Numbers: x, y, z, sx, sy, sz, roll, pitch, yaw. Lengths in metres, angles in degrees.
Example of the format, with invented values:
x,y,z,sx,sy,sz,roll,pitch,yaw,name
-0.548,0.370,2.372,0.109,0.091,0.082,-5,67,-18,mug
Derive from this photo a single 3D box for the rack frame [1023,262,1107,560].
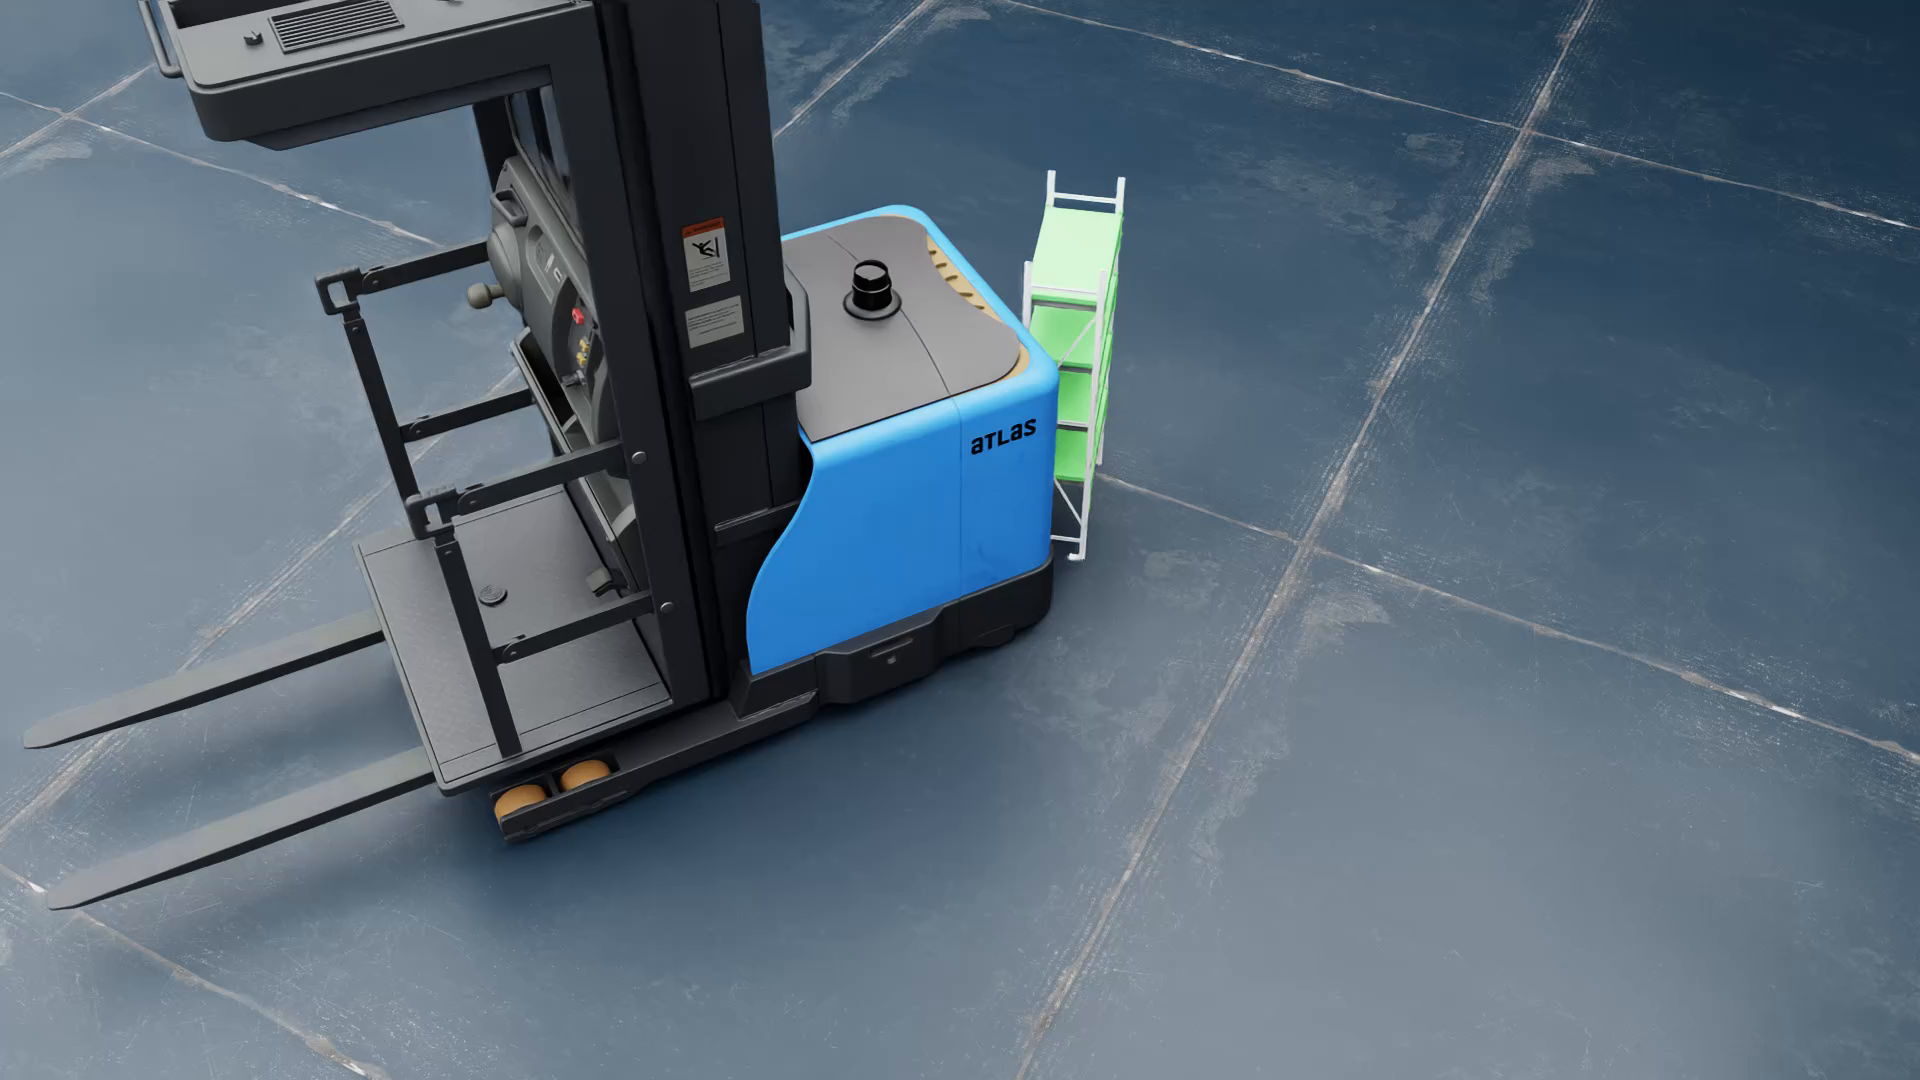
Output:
x,y,z,sx,sy,sz,roll,pitch,yaw,name
0.309,-0.374,5.276,0.240,1.200,0.015,7,46,7,rack frame

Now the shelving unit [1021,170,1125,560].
x,y,z,sx,sy,sz,roll,pitch,yaw,name
0.352,-0.544,5.445,0.258,1.200,0.503,7,46,7,shelving unit

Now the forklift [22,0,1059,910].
x,y,z,sx,sy,sz,roll,pitch,yaw,name
-1.250,-0.586,4.268,3.031,2.935,1.130,-20,49,-19,forklift

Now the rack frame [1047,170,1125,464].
x,y,z,sx,sy,sz,roll,pitch,yaw,name
0.395,-0.715,5.613,0.240,1.200,0.015,7,46,7,rack frame

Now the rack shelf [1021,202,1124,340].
x,y,z,sx,sy,sz,roll,pitch,yaw,name
0.352,-0.837,5.149,0.258,0.148,0.480,7,46,7,rack shelf

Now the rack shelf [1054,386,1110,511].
x,y,z,sx,sy,sz,roll,pitch,yaw,name
0.352,-0.331,5.661,0.258,0.148,0.480,7,46,7,rack shelf

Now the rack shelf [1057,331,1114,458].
x,y,z,sx,sy,sz,roll,pitch,yaw,name
0.352,-0.500,5.490,0.258,0.148,0.480,7,46,7,rack shelf

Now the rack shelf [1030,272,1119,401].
x,y,z,sx,sy,sz,roll,pitch,yaw,name
0.352,-0.668,5.319,0.258,0.148,0.480,7,46,7,rack shelf
